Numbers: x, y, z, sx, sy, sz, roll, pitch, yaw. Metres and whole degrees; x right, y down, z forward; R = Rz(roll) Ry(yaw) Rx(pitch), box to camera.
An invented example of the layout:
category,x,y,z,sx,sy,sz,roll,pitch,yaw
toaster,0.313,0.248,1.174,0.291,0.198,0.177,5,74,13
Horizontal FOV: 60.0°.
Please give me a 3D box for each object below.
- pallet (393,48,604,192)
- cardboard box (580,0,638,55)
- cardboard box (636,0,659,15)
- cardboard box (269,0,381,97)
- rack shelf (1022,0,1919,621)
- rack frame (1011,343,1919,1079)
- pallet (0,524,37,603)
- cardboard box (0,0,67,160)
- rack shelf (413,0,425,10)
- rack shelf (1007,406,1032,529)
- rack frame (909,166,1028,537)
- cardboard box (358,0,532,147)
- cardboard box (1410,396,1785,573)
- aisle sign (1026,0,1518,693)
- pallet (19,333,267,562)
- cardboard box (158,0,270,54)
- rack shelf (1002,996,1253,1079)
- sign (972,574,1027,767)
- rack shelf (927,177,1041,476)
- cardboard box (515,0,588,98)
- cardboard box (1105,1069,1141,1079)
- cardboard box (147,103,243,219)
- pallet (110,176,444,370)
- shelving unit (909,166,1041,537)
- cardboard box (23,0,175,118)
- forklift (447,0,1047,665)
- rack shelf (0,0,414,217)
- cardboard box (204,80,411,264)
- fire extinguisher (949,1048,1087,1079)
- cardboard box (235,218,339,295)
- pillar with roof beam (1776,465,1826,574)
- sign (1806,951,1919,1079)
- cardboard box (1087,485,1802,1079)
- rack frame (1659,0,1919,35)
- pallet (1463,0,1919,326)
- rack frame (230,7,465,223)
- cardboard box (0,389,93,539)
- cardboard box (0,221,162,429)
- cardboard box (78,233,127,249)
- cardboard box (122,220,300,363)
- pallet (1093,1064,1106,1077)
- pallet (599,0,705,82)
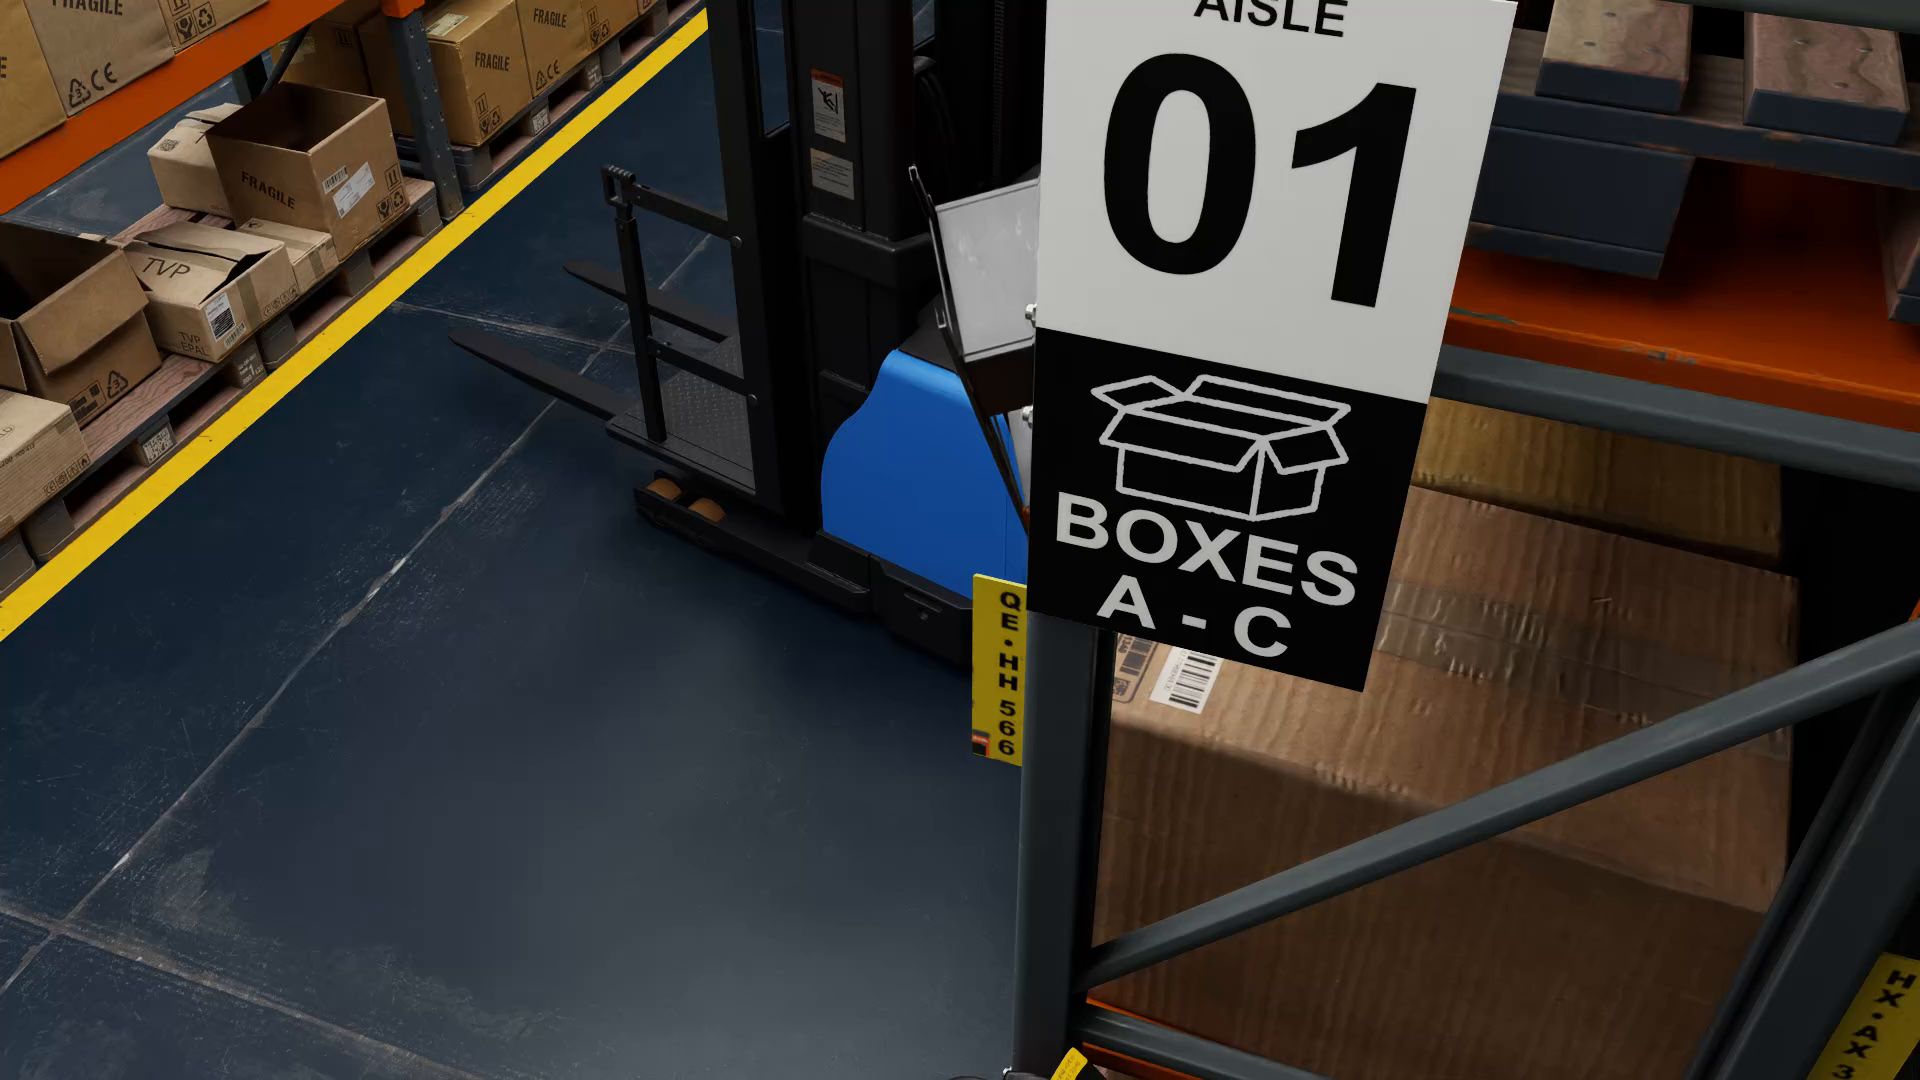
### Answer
category,x,y,z,sx,sy,sz,roll,pitch,yaw
pallet,-2.477,-2.144,8.100,1.003,0.211,1.213,13,42,15
cardboard box,-1.975,-2.788,8.294,0.500,0.500,0.500,14,42,16
cardboard box,-1.802,-3.097,8.655,0.500,0.500,0.500,12,42,13
cardboard box,-2.820,-2.281,7.700,0.500,0.500,0.500,13,42,15
rack shelf,1.253,-1.251,3.148,1.077,0.370,4.000,13,42,15
rack frame,0.569,0.837,2.458,1.000,3.000,0.127,13,42,15
pallet,-3.790,0.268,5.274,1.003,0.211,1.213,13,42,15
cardboard box,-3.169,-1.436,5.046,0.500,0.500,0.500,14,42,16
rack shelf,-2.036,-3.646,8.267,1.077,0.370,4.000,13,42,15
rack shelf,0.397,-0.195,4.196,0.480,0.518,0.431,-14,63,7
rack frame,0.159,-0.142,4.213,0.015,2.100,0.400,-14,63,7
cardboard box,-2.325,-2.157,7.555,0.500,0.500,0.500,11,42,13
cardboard box,0.972,-0.037,3.251,0.980,0.700,0.700,13,42,15
aisle sign,0.263,-0.175,1.641,0.394,0.787,0.004,13,42,15
pallet,-3.371,-0.474,6.143,1.003,0.211,1.213,13,42,15
cardboard box,-2.824,-2.062,5.778,0.500,0.500,0.500,14,43,16
rack shelf,1.253,-0.109,4.121,1.077,0.370,4.000,13,42,15
sign,0.064,0.177,2.157,0.100,0.325,0.005,13,42,15
rack shelf,0.248,-0.489,3.578,0.480,0.518,0.431,-14,63,7
cardboard box,-2.153,-2.485,7.939,0.500,0.500,0.500,14,42,16
cardboard box,0.714,1.179,3.660,0.700,0.500,0.500,13,42,15
cardboard box,-3.066,-1.637,7.090,0.500,0.311,0.500,13,42,15
pallet,-2.955,-1.221,7.018,1.003,0.211,1.213,13,42,15
shelving unit,0.395,-0.200,4.184,0.503,2.100,0.431,-14,63,7
cardboard box,-2.998,-1.748,5.410,0.500,0.500,0.500,14,42,16
forklift,-0.518,-1.348,5.071,3.031,2.935,1.130,24,46,26
rack shelf,-3.403,-1.207,5.407,1.077,0.370,4.000,13,42,15
cardboard box,-2.648,-1.506,6.791,0.500,0.500,0.500,13,42,15
fire extinguisher,0.084,0.998,2.617,0.296,0.674,0.183,13,42,15
cardboard box,-2.720,-1.130,6.621,0.380,0.149,0.250,13,42,15
pillar with roof beam,-1.535,-4.222,3.765,9.100,9.000,0.400,13,42,15
sign,1.089,0.604,2.003,0.100,0.325,0.005,13,42,15
cardboard box,0.734,0.409,2.728,0.980,0.700,0.700,15,43,17
rack frame,0.569,-1.446,0.511,1.000,3.000,0.127,13,42,15
pallet,0.813,-0.725,2.046,1.003,0.211,1.213,13,42,15
rack frame,-2.719,-2.700,6.604,1.000,3.000,0.127,13,42,15
cardboard box,-3.293,-0.260,5.524,0.500,0.250,0.500,13,42,15
cardboard box,-3.357,-0.771,5.927,0.797,0.503,0.637,13,42,15
cardboard box,-3.353,-1.052,6.516,0.380,0.166,0.250,13,42,15
cardboard box,-2.904,-0.977,6.316,0.500,0.311,0.500,13,42,15
pallet,0.769,1.393,3.955,1.003,0.211,1.213,13,42,15
pallet,-2.061,-2.890,8.975,1.003,0.211,1.213,13,42,15
